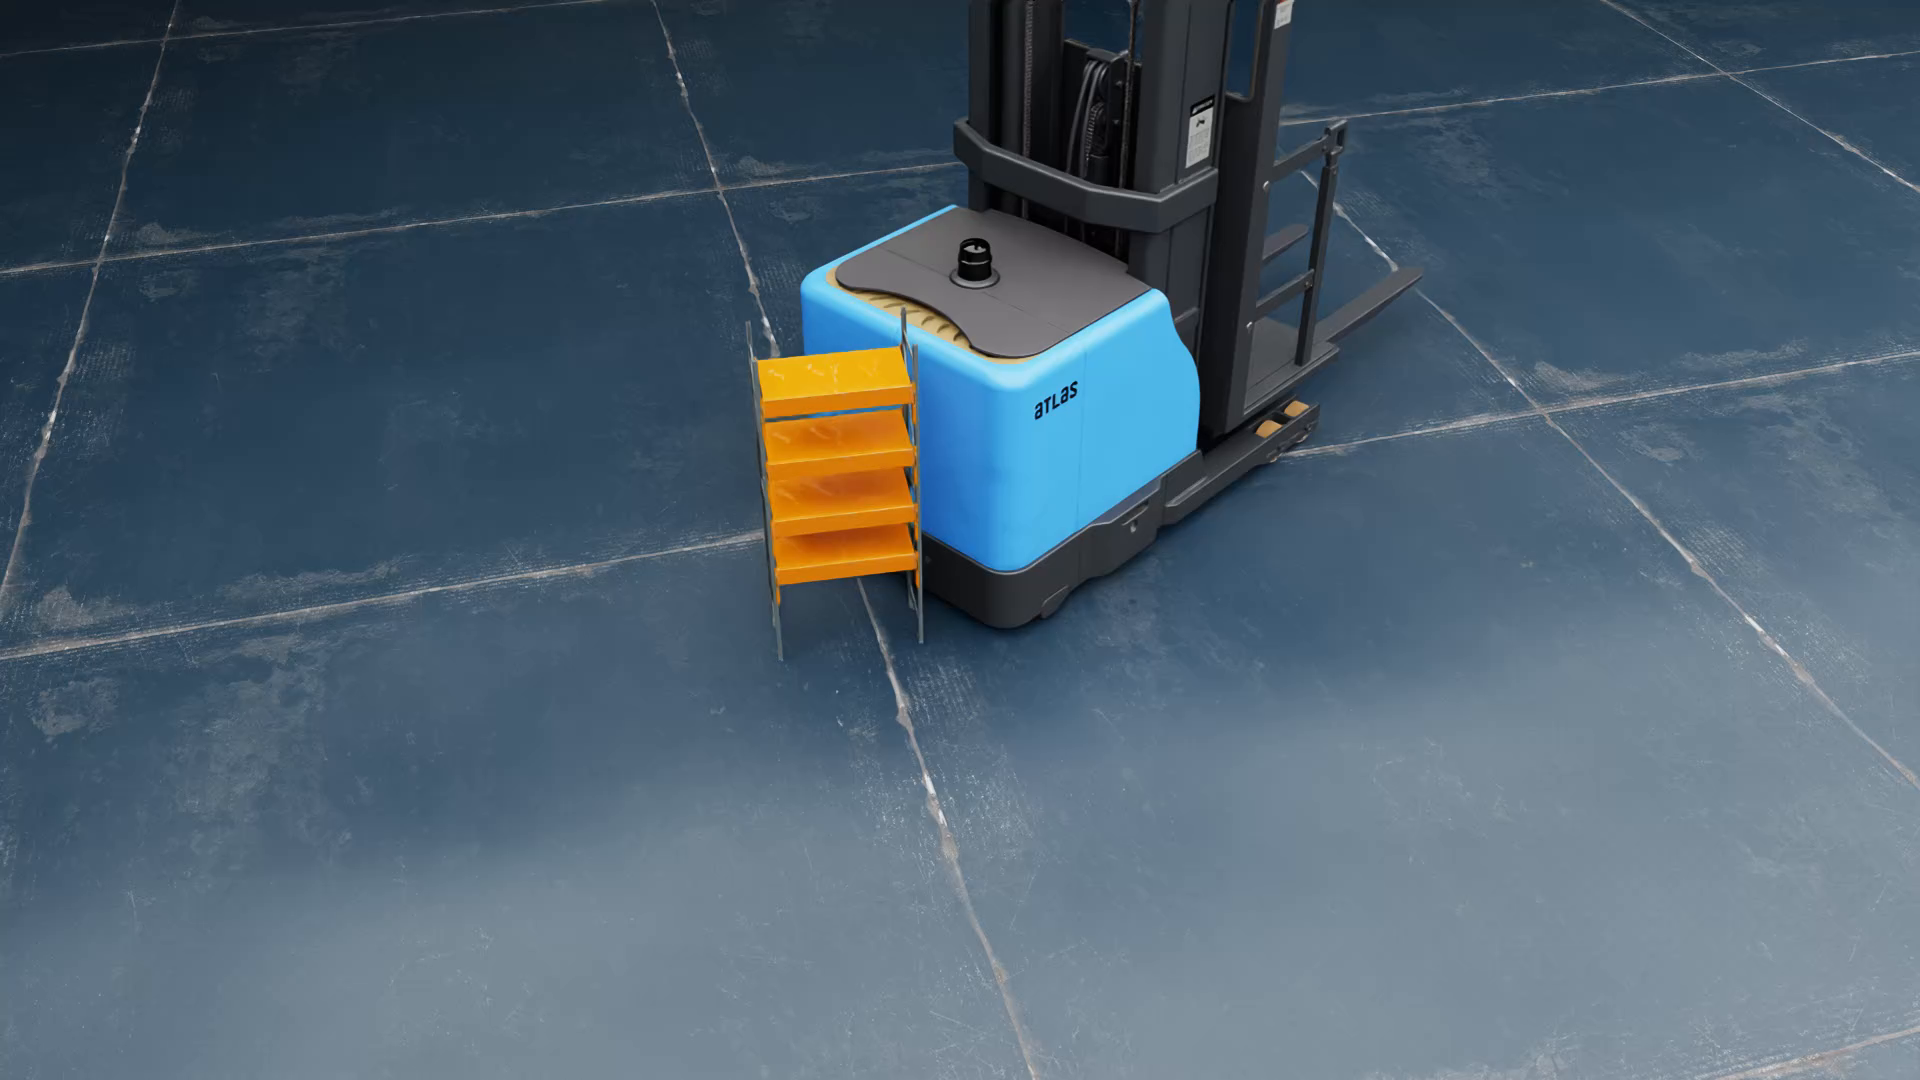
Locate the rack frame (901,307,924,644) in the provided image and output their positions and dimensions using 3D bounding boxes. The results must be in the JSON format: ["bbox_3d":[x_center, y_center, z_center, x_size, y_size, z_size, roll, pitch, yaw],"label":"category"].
[{"bbox_3d":[-0.157,-0.186,5.506,0.015,1.200,0.240,-7,38,-9],"label":"rack frame"}]

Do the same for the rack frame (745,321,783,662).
[{"bbox_3d":[-0.636,-0.130,5.433,0.015,1.200,0.240,-7,38,-9],"label":"rack frame"}]

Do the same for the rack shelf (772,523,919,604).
[{"bbox_3d":[-0.397,0.053,5.631,0.480,0.148,0.258,-7,38,-9],"label":"rack shelf"}]

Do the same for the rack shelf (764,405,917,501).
[{"bbox_3d":[-0.397,-0.283,5.375,0.480,0.148,0.258,-7,38,-9],"label":"rack shelf"}]

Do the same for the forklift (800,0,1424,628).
[{"bbox_3d":[0.811,-1.665,6.014,1.130,2.935,3.031,30,46,33],"label":"forklift"}]

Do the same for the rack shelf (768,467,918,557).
[{"bbox_3d":[-0.397,-0.105,5.510,0.480,0.148,0.258,-7,38,-9],"label":"rack shelf"}]

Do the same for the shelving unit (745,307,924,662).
[{"bbox_3d":[-0.397,-0.158,5.470,0.503,1.200,0.258,-7,38,-9],"label":"shelving unit"}]

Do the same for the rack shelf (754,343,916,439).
[{"bbox_3d":[-0.397,-0.471,5.231,0.480,0.148,0.258,-7,38,-9],"label":"rack shelf"}]
